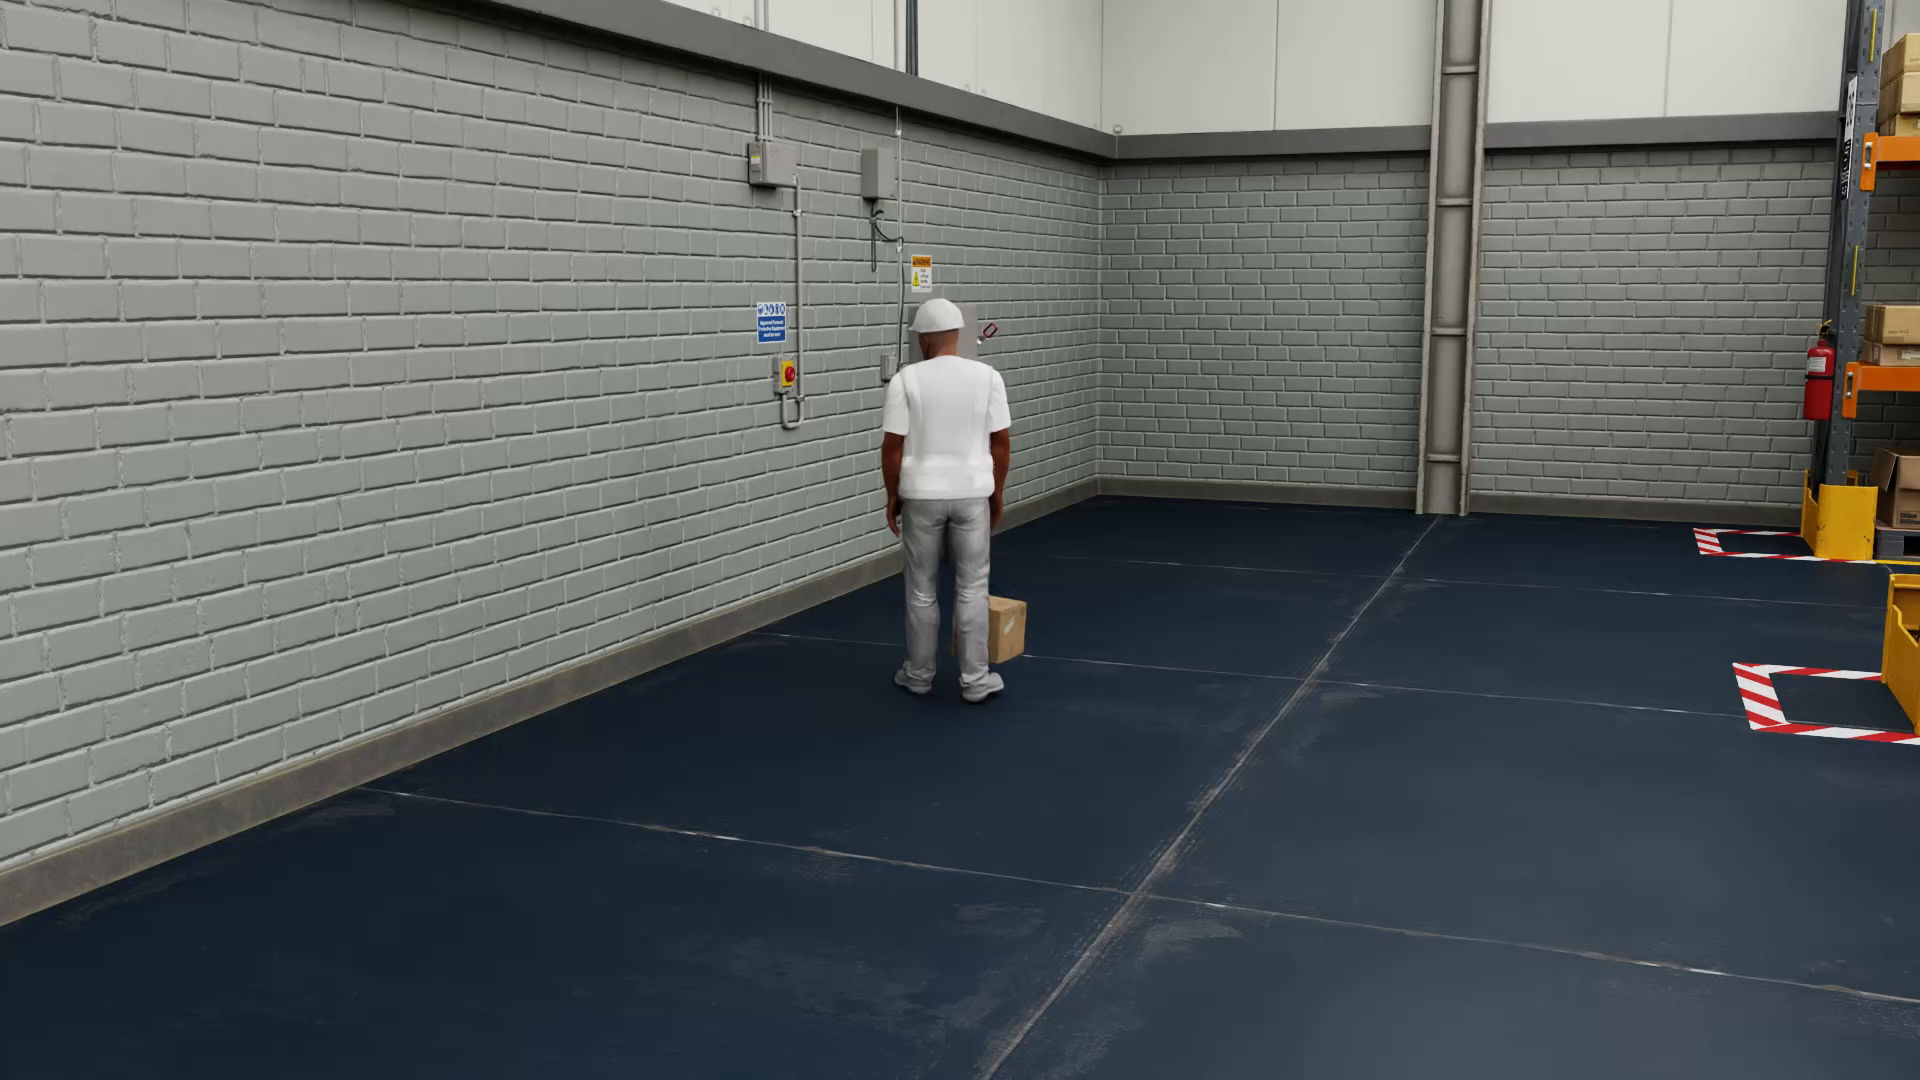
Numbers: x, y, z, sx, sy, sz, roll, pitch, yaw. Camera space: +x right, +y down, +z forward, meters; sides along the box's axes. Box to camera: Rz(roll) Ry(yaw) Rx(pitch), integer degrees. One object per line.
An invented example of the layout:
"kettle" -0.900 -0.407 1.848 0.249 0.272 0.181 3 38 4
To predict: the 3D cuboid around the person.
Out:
"person" -0.064 -0.185 7.433 0.575 1.772 0.515 -1 9 -4
